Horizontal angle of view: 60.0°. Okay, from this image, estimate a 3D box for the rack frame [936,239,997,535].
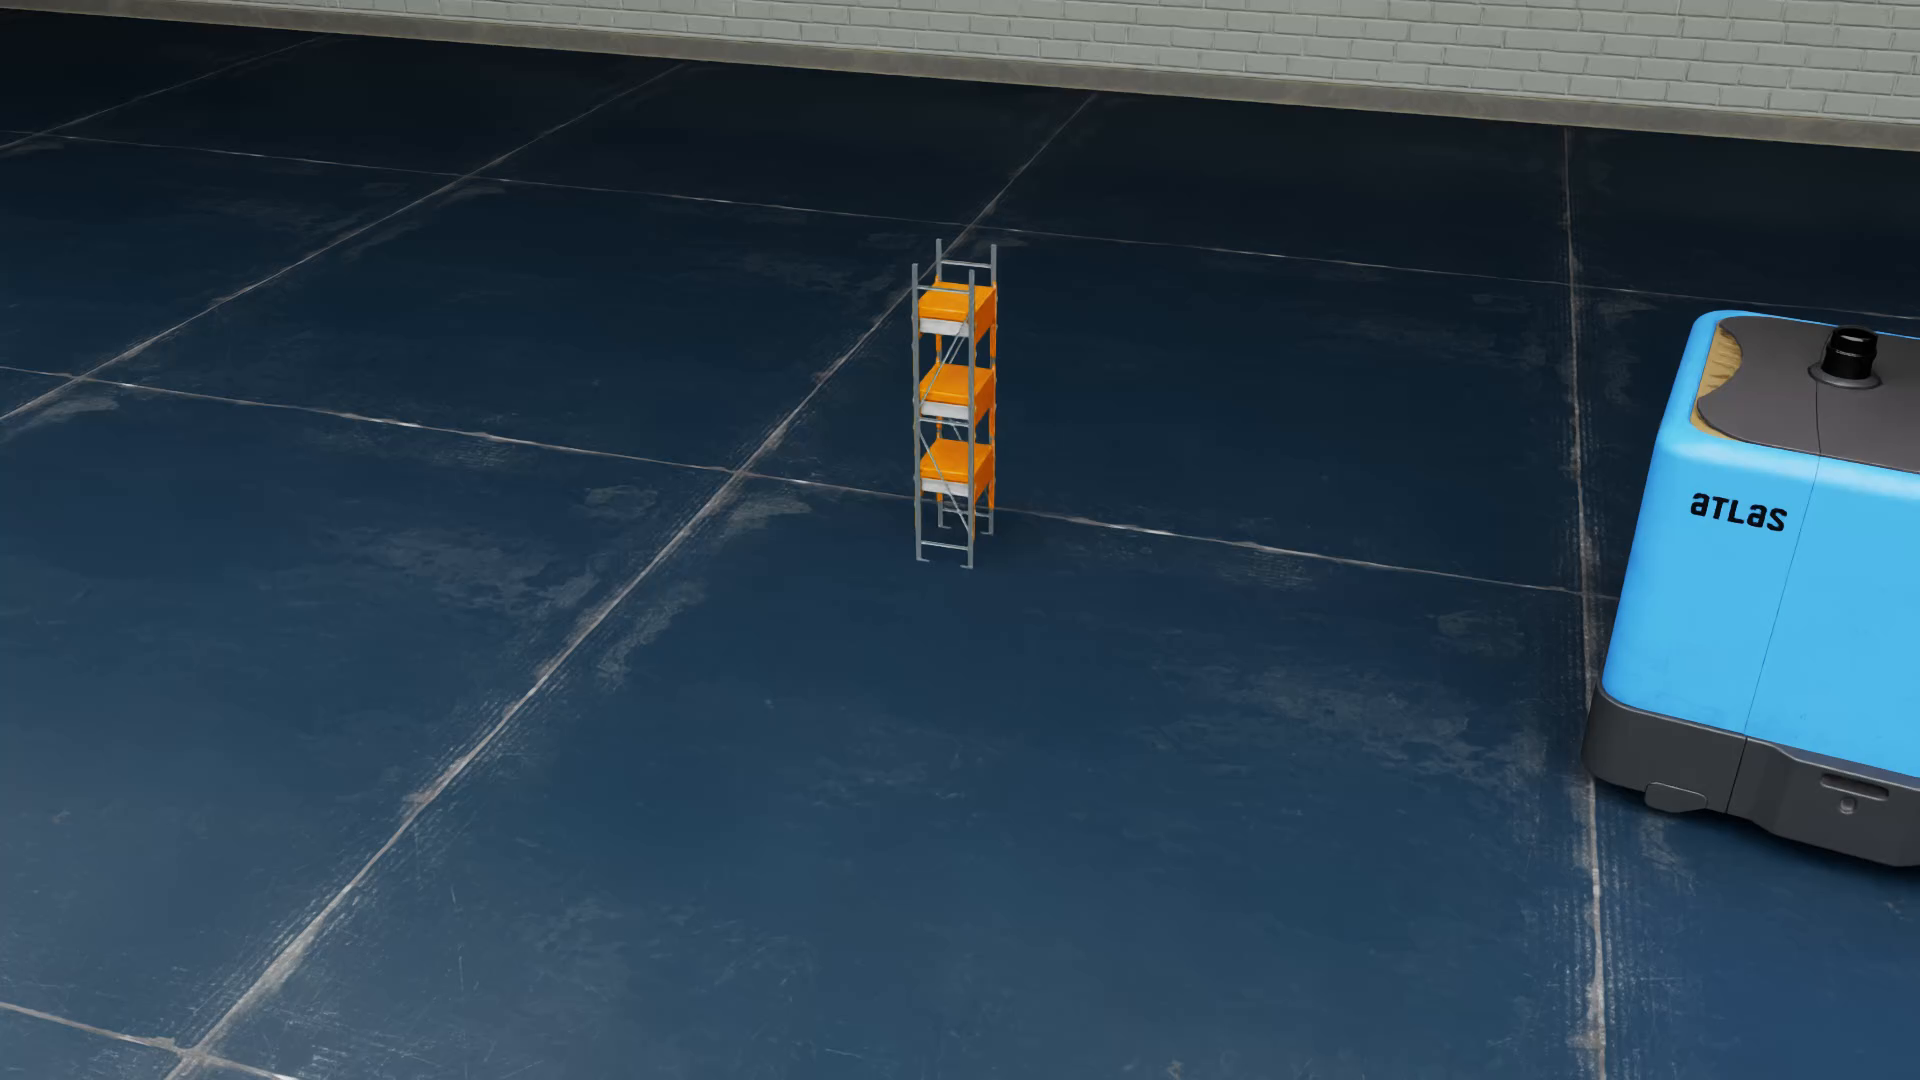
[{"bbox_3d":[0.020,-0.491,5.552,0.200,1.050,0.008,8,30,15],"label":"rack frame"}]

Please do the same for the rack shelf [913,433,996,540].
[{"bbox_3d":[-0.016,-0.182,5.590,0.215,0.259,0.240,8,30,15],"label":"rack shelf"}]

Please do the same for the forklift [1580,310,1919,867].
[{"bbox_3d":[3.240,-0.485,3.606,3.031,2.935,1.130,14,32,23],"label":"forklift"}]

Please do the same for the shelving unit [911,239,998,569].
[{"bbox_3d":[-0.016,-0.434,5.450,0.215,1.050,0.252,8,30,15],"label":"shelving unit"}]

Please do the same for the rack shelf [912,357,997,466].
[{"bbox_3d":[-0.016,-0.425,5.455,0.215,0.259,0.240,8,30,15],"label":"rack shelf"}]

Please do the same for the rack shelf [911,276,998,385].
[{"bbox_3d":[-0.016,-0.673,5.317,0.215,0.259,0.240,8,30,15],"label":"rack shelf"}]

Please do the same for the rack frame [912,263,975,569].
[{"bbox_3d":[-0.052,-0.377,5.348,0.200,1.050,0.008,8,30,15],"label":"rack frame"}]
